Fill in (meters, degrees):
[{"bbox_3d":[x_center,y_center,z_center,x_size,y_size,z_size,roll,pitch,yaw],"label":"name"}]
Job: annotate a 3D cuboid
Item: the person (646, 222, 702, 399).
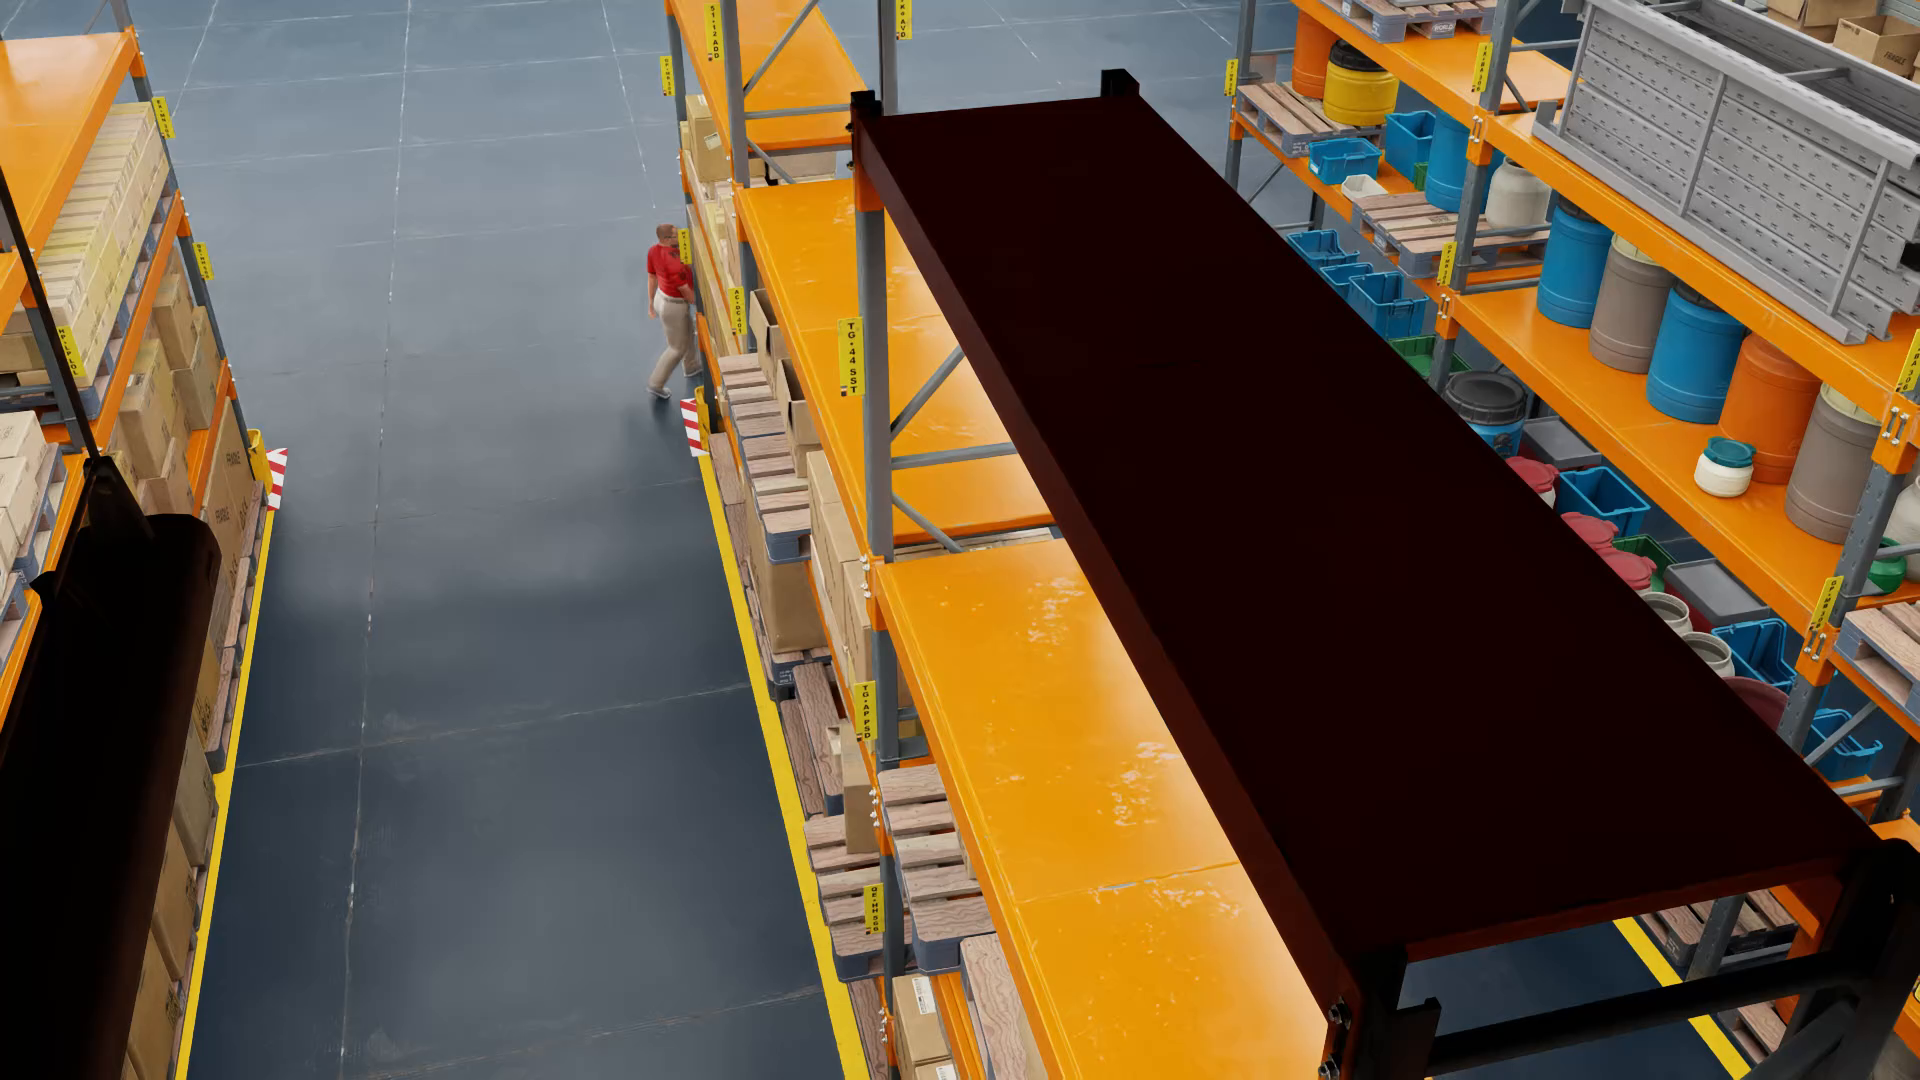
[{"bbox_3d":[-2.733,-2.217,15.825,0.842,1.701,0.538,-19,39,-25],"label":"person"}]
